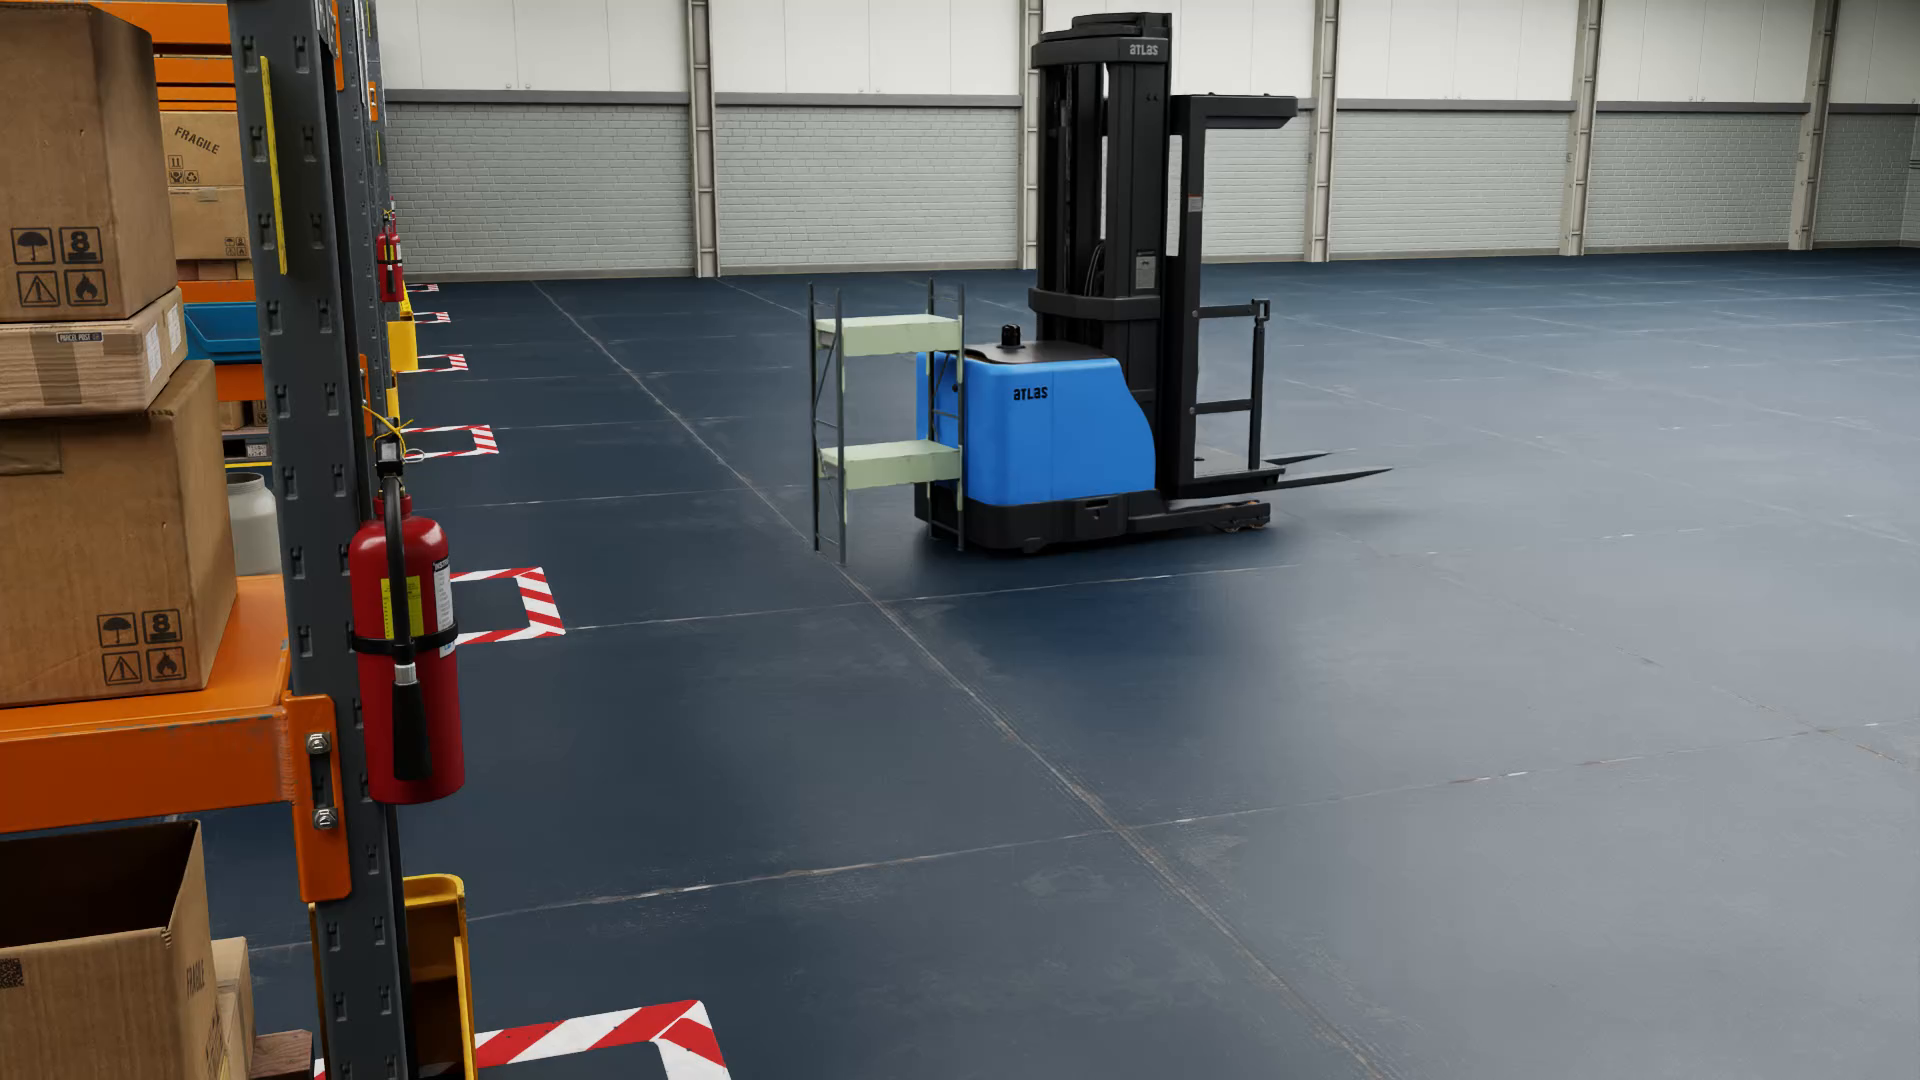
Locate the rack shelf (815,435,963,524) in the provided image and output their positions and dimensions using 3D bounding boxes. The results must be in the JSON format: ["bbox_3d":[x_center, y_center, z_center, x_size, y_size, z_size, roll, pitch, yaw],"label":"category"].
[{"bbox_3d":[-0.401,-0.346,9.263,0.720,0.370,0.431,-7,15,-27],"label":"rack shelf"}]

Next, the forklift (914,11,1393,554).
[{"bbox_3d":[1.274,-1.568,9.902,3.031,2.935,1.130,-7,15,-27],"label":"forklift"}]

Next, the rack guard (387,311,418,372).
[{"bbox_3d":[-5.842,-2.074,17.280,0.348,0.500,1.175,-4,14,-18],"label":"rack guard"}]

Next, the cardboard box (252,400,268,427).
[{"bbox_3d":[-4.976,-1.138,12.441,0.500,0.500,0.500,-2,14,-8],"label":"cardboard box"}]

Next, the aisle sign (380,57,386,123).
[{"bbox_3d":[-5.893,-4.624,16.981,0.004,0.787,0.394,-4,14,-18],"label":"aisle sign"}]

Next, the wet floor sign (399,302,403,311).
[{"bbox_3d":[-6.469,-2.579,19.091,0.232,0.644,0.267,-7,15,-28],"label":"wet floor sign"}]

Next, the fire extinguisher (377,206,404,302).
[{"bbox_3d":[-4.123,-2.062,11.998,0.183,0.674,0.296,-4,14,-18],"label":"fire extinguisher"}]

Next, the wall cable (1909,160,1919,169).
[{"bbox_3d":[21.574,-9.150,35.375,0.112,2.526,3.097,-4,14,-18],"label":"wall cable"}]

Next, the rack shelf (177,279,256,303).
[{"bbox_3d":[-6.274,-1.695,11.842,4.000,0.370,1.077,-4,14,-18],"label":"rack shelf"}]

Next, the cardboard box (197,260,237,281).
[{"bbox_3d":[-5.282,-1.941,11.864,0.250,0.149,0.380,-4,14,-18],"label":"cardboard box"}]

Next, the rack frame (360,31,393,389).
[{"bbox_3d":[-4.378,-2.193,12.379,0.127,3.000,1.000,-4,14,-18],"label":"rack frame"}]

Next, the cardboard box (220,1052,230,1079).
[{"bbox_3d":[-1.637,1.218,3.074,0.500,0.250,0.500,-4,14,-18],"label":"cardboard box"}]

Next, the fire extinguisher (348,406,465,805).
[{"bbox_3d":[-0.962,0.111,2.861,0.183,0.674,0.296,-4,14,-18],"label":"fire extinguisher"}]

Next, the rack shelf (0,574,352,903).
[{"bbox_3d":[-3.118,0.478,2.706,4.000,0.370,1.077,-4,14,-18],"label":"rack shelf"}]

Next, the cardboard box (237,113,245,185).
[{"bbox_3d":[-4.821,-2.778,11.819,0.500,0.500,0.500,-4,14,-18],"label":"cardboard box"}]

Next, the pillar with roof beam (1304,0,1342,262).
[{"bbox_3d":[8.360,-8.904,27.628,0.400,9.000,9.100,-4,14,-18],"label":"pillar with roof beam"}]

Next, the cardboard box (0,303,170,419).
[{"bbox_3d":[-1.524,-0.314,2.863,0.250,0.149,0.380,-5,14,-19],"label":"cardboard box"}]

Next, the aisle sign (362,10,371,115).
[{"bbox_3d":[-4.415,-3.528,12.374,0.004,0.787,0.394,-4,14,-18],"label":"aisle sign"}]

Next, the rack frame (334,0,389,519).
[{"bbox_3d":[-2.799,-1.106,7.812,0.127,3.000,1.000,-4,14,-18],"label":"rack frame"}]

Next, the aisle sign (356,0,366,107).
[{"bbox_3d":[-2.824,-2.441,7.804,0.004,0.787,0.394,-4,14,-18],"label":"aisle sign"}]

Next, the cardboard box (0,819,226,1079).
[{"bbox_3d":[-1.636,0.854,2.986,0.500,0.500,0.500,-4,14,-18],"label":"cardboard box"}]

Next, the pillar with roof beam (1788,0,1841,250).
[{"bbox_3d":[19.733,-9.789,31.352,0.400,9.000,9.100,-4,14,-18],"label":"pillar with roof beam"}]

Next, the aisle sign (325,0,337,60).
[{"bbox_3d":[-1.258,-1.356,3.246,0.004,0.787,0.394,-4,14,-18],"label":"aisle sign"}]

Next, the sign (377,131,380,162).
[{"bbox_3d":[-5.705,-3.846,16.318,0.005,0.325,0.100,-4,14,-18],"label":"sign"}]

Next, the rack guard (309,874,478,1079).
[{"bbox_3d":[-1.200,1.195,3.540,0.348,0.500,1.175,-4,14,-18],"label":"rack guard"}]

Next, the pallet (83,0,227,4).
[{"bbox_3d":[-3.614,-2.434,7.320,1.213,0.211,1.003,-4,14,-18],"label":"pallet"}]

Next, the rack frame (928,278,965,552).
[{"bbox_3d":[-0.078,-0.703,9.356,0.023,1.500,0.400,-7,15,-27],"label":"rack frame"}]

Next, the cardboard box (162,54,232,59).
[{"bbox_3d":[-5.227,-3.450,11.508,0.500,0.250,0.500,-4,14,-18],"label":"cardboard box"}]

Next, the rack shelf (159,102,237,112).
[{"bbox_3d":[-9.435,-5.328,20.632,4.000,0.370,1.077,-4,14,-18],"label":"rack shelf"}]

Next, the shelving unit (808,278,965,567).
[{"bbox_3d":[-0.401,-0.663,9.188,0.755,1.500,0.431,-7,15,-27],"label":"shelving unit"}]

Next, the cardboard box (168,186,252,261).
[{"bbox_3d":[-5.344,-2.288,11.922,0.500,0.500,0.875,-4,14,-18],"label":"cardboard box"}]

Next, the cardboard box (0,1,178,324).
[{"bbox_3d":[-1.719,-0.664,2.932,0.500,0.500,0.700,-4,14,-18],"label":"cardboard box"}]

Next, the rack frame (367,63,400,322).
[{"bbox_3d":[-5.865,-3.288,16.984,0.127,3.000,1.000,-4,14,-18],"label":"rack frame"}]

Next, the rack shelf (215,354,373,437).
[{"bbox_3d":[-4.694,-0.609,7.275,4.000,0.370,1.077,-4,14,-18],"label":"rack shelf"}]
